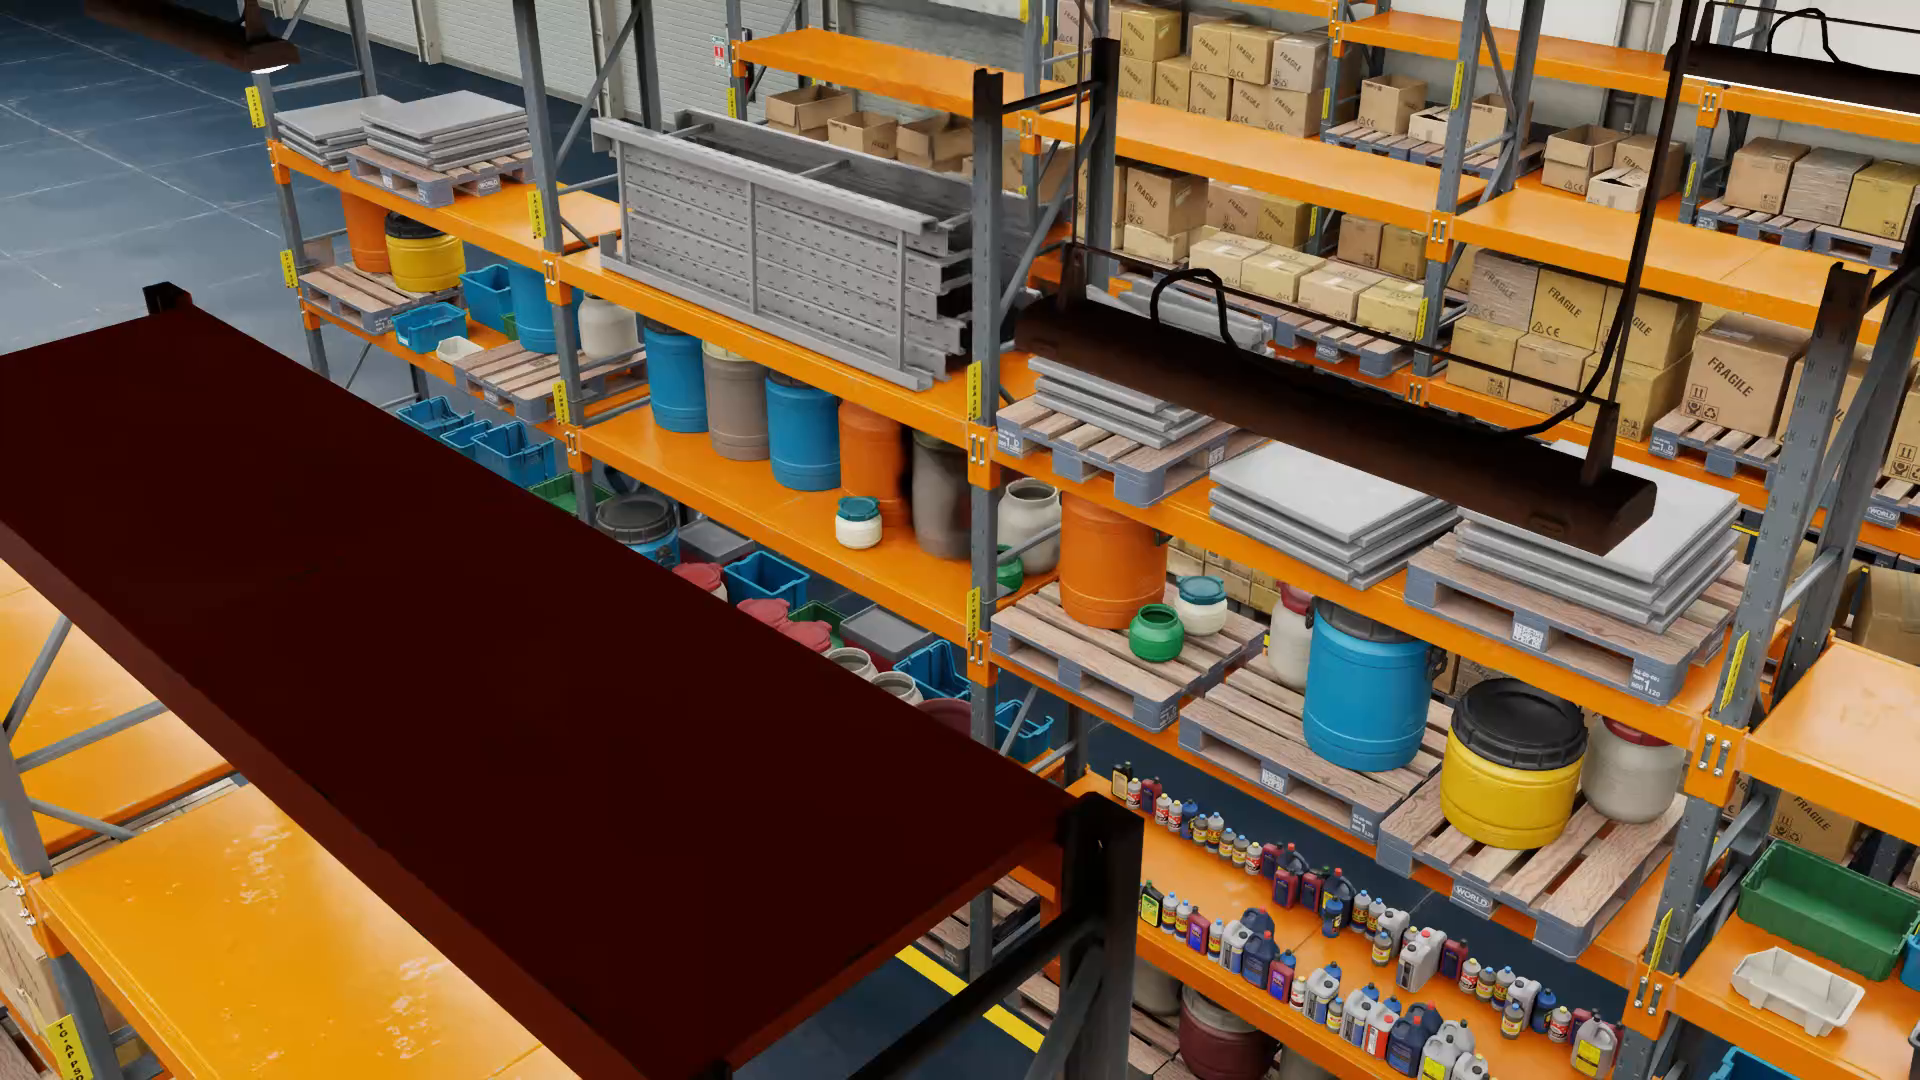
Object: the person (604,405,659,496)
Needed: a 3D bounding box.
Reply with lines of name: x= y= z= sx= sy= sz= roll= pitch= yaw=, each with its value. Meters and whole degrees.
person: x=-3.150 y=-0.847 z=16.134 sx=0.717 sy=1.597 sz=0.521 roll=17 pitch=34 yaw=28
